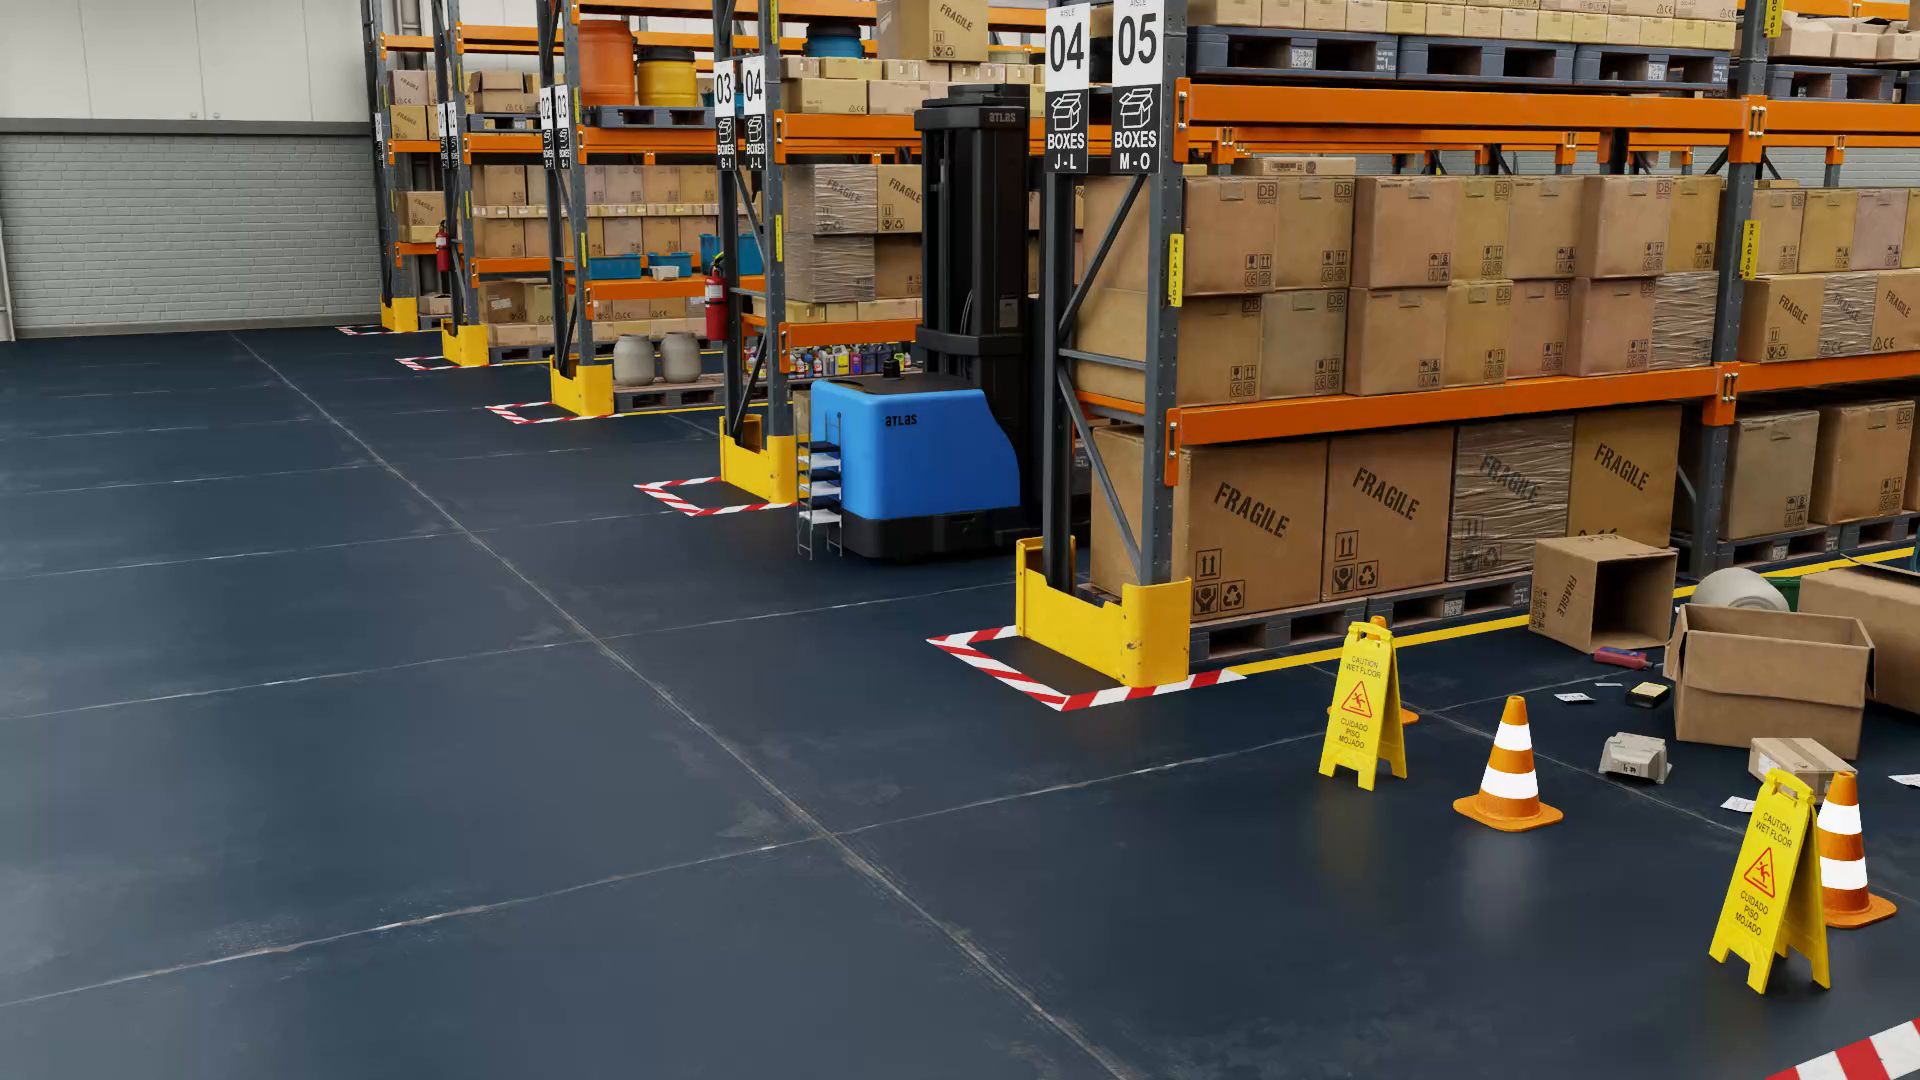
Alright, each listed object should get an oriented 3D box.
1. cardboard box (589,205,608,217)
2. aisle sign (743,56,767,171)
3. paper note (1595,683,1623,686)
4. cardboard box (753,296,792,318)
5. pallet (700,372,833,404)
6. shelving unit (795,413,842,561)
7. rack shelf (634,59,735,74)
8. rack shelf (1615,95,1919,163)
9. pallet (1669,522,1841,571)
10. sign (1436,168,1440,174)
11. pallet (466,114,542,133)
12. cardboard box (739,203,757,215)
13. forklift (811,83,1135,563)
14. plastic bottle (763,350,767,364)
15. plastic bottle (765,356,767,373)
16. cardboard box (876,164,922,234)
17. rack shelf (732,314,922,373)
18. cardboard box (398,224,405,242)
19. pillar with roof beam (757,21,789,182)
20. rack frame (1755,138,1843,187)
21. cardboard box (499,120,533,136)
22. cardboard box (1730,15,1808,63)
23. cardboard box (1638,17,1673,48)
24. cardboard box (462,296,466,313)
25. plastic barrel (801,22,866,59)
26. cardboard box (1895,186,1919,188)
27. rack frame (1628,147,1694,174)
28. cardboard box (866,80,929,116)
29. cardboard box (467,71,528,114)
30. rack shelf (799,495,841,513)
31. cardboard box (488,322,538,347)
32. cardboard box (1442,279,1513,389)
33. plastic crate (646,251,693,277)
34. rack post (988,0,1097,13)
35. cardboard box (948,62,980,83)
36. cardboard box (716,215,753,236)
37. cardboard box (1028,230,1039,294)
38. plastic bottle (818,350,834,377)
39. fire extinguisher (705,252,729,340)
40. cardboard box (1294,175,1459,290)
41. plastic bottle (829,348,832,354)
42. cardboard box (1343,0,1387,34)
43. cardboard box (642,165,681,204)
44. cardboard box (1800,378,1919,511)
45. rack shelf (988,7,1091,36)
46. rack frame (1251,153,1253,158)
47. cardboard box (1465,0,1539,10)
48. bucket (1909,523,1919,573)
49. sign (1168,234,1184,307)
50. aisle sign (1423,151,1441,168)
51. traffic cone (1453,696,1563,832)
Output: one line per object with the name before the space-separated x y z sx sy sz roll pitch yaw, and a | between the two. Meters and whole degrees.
cardboard box | -4.726 -4.259 21.495 0.250 0.149 0.380 -7 14 -29
aisle sign | -1.471 -3.052 11.918 0.004 0.787 0.394 -7 14 -28
paper note | 3.120 0.695 7.997 0.123 0.001 0.032 0 13 1
cardboard box | -1.409 -1.795 12.827 0.250 0.149 0.380 -7 14 -28
pallet | -2.104 -1.671 18.055 1.213 0.211 1.003 -7 14 -28
shelving unit | -0.898 -0.342 10.577 0.210 0.900 0.258 -6 14 -26
rack shelf | -3.414 -7.724 27.484 4.000 0.370 1.077 -7 14 -28
rack shelf | 5.994 -2.625 10.750 4.000 0.370 1.077 -7 14 -28
pallet | 4.880 -0.038 10.796 1.213 0.211 1.003 -7 14 -28
sign | 7.989 -6.051 27.807 0.005 0.325 0.100 -7 14 -28
pallet | -5.670 -5.247 20.963 1.213 0.211 1.003 -7 14 -28
cardboard box | -2.928 -4.474 22.452 0.250 0.149 0.380 -7 14 -28
forklift | 0.560 -1.492 11.061 3.031 2.935 1.130 -6 14 -26
plastic bottle | -2.175 -2.002 18.375 0.135 0.276 0.152 -7 15 -29
plastic bottle | -2.099 -1.944 18.285 0.097 0.201 0.097 0 13 0
cardboard box | -0.505 -2.587 12.588 0.500 0.500 0.500 -7 14 -28
rack shelf | 0.195 -1.708 13.504 4.000 0.370 1.077 -7 14 -28
cardboard box | -8.363 -4.735 25.613 0.500 0.250 0.500 -7 14 -27
pillar with roof beam | -1.151 -7.681 24.742 0.400 9.000 9.100 -7 14 -28
rack frame | 8.973 -3.111 18.099 0.127 3.000 1.000 -7 14 -28
cardboard box | -6.865 -6.386 25.550 0.500 0.500 0.500 -6 14 -24
cardboard box | 4.782 -3.052 10.162 0.500 0.250 0.500 -7 14 -27
cardboard box | 3.625 -2.743 9.022 0.250 0.149 0.380 -7 14 -27
cardboard box | -7.529 -3.730 25.974 0.500 0.311 0.500 -6 14 -23
plastic barrel | -1.347 -5.052 17.797 0.708 0.901 0.600 -7 14 -28
cardboard box | 6.458 -2.107 11.133 0.500 0.500 0.700 -7 14 -29
rack frame | 10.110 -4.486 24.210 0.127 3.000 1.000 -7 14 -28
cardboard box | -0.564 -3.295 12.427 0.500 0.250 0.500 -7 15 -29
cardboard box | -5.797 -5.604 20.837 0.637 0.503 0.797 -6 14 -24
rack shelf | -0.898 -0.221 10.604 0.200 0.077 0.258 -6 14 -26
cardboard box | -5.726 -2.635 21.290 0.500 0.250 0.500 -7 14 -28
cardboard box | 2.501 -1.163 9.104 0.500 0.550 0.875 -7 14 -28
plastic crate | -3.065 -2.908 17.536 0.408 0.251 0.499 -7 14 -28
rack post | 1.265 -6.472 18.914 3.121 1.000 1.013 -7 14 -28
cardboard box | -0.050 -3.548 12.643 0.250 0.149 0.380 -8 15 -30
cardboard box | -3.179 -4.179 22.620 0.500 0.500 0.700 -7 15 -29
cardboard box | 0.221 -2.265 13.437 0.500 0.500 0.875 -7 14 -28
plastic bottle | -1.446 -1.916 17.991 0.135 0.276 0.152 -7 14 -27
fire extinguisher | -1.881 -1.887 12.839 0.183 0.674 0.296 -7 14 -28
cardboard box | 2.067 -1.622 8.682 0.550 0.550 0.875 -7 14 -28
plastic bottle | -1.373 -1.953 18.138 0.133 0.283 0.061 -7 14 -28
cardboard box | 1.848 -2.530 8.077 0.250 0.149 0.380 -7 14 -27
cardboard box | -4.062 -4.706 22.007 0.500 0.500 0.700 -7 14 -28
cardboard box | 6.406 -0.691 11.517 0.750 0.750 1.050 -7 14 -27
rack shelf | 1.333 -5.815 19.000 4.000 0.370 1.077 -7 14 -28
rack frame | 5.364 -6.395 32.694 0.127 3.000 1.000 -7 14 -28
cardboard box | 2.603 -2.832 8.507 0.500 0.250 0.500 -7 14 -28
bucket | 5.224 0.012 8.220 0.620 0.611 0.726 8 11 -11
sign | 0.988 -1.235 7.613 0.005 0.325 0.100 -7 14 -28
aisle sign | 7.947 -6.657 27.938 0.004 0.787 0.394 -7 14 -28
traffic cone | 2.117 0.827 6.379 0.334 0.463 0.336 -7 14 -28
